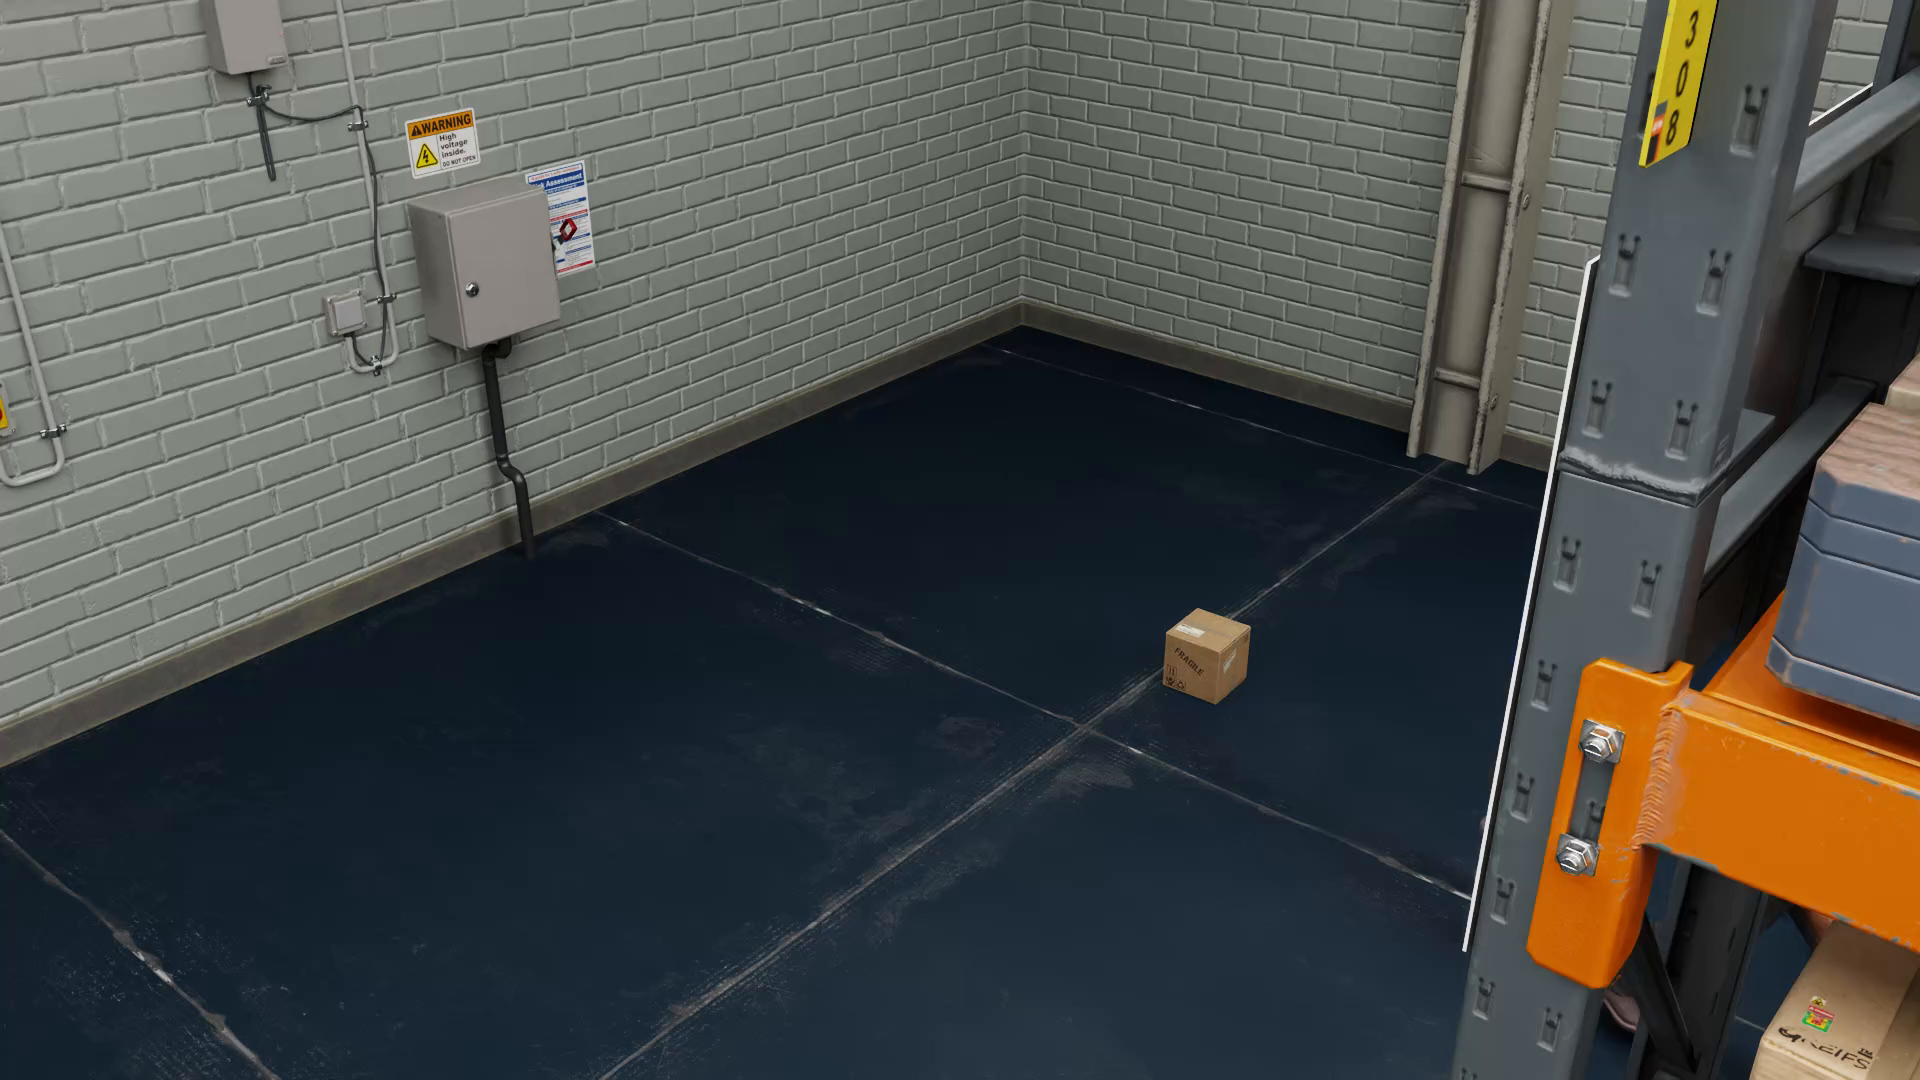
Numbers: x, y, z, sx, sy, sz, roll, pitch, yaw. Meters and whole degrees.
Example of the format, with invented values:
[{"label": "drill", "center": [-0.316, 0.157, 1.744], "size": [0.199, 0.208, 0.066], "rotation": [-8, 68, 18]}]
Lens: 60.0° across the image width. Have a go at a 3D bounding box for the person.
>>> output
[{"label": "person", "center": [2.262, 0.860, 4.463], "size": [0.442, 1.593, 0.991], "rotation": [-17, 32, -29]}]
